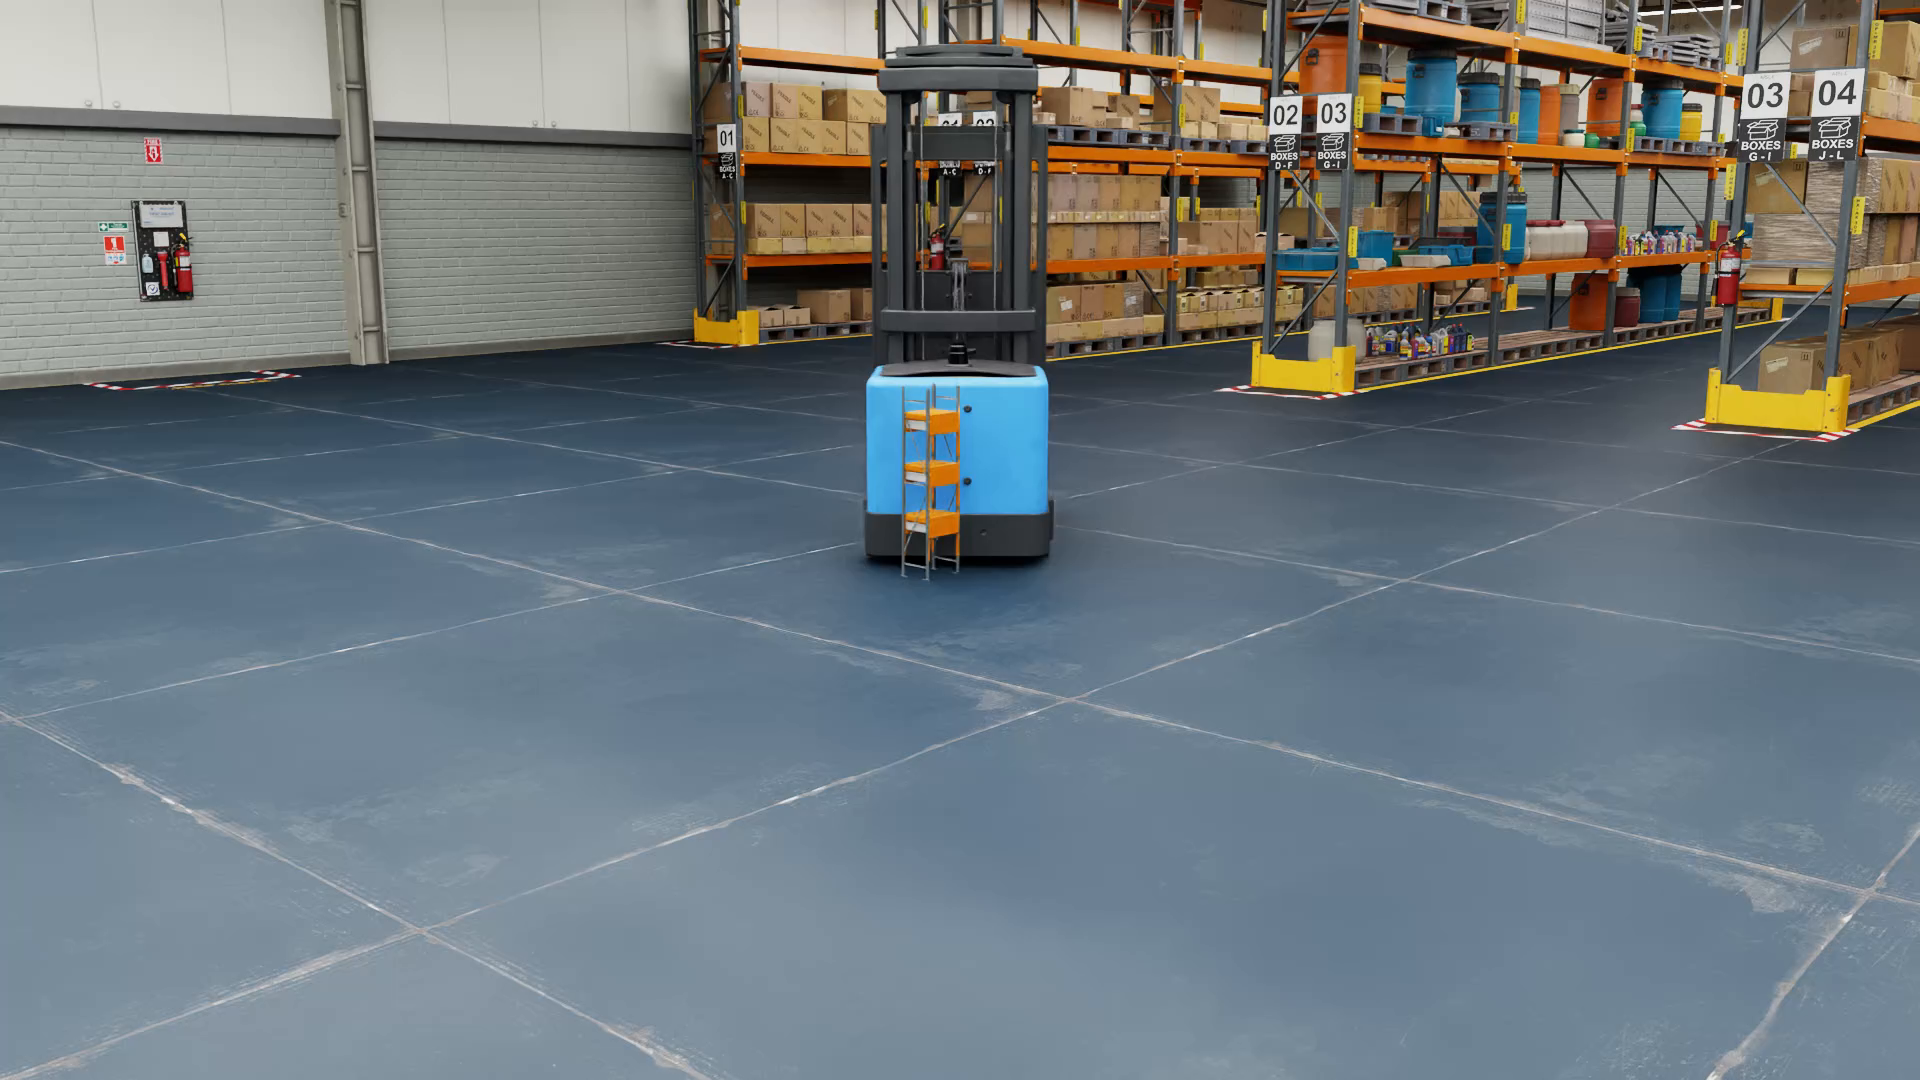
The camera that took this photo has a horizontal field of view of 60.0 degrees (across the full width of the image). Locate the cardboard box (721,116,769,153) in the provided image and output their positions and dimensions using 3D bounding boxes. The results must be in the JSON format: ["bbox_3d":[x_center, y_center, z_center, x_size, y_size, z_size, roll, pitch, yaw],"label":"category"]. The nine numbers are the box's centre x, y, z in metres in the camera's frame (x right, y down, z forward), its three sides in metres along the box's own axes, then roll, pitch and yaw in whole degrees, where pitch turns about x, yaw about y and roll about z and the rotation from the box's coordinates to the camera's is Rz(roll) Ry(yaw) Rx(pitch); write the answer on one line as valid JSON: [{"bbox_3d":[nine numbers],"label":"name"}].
[{"bbox_3d":[-3.181,-6.000,24.626,0.500,0.500,0.500,10,15,42],"label":"cardboard box"}]

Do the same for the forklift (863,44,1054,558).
[{"bbox_3d":[-0.002,-1.573,10.602,1.130,2.935,3.031,0,11,1],"label":"forklift"}]

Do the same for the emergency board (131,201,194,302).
[{"bbox_3d":[-9.398,-3.426,19.707,0.194,1.169,0.643,10,15,40],"label":"emergency board"}]

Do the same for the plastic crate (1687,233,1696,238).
[{"bbox_3d":[12.936,-5.242,29.071,0.416,0.233,0.300,10,15,40],"label":"plastic crate"}]

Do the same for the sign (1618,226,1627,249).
[{"bbox_3d":[9.551,-4.359,23.960,0.100,0.325,0.005,10,15,40],"label":"sign"}]

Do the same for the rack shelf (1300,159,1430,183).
[{"bbox_3d":[6.735,-6.402,28.786,1.077,0.370,4.000,10,15,40],"label":"rack shelf"}]

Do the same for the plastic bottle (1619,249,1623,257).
[{"bbox_3d":[9.661,-4.310,24.449,0.152,0.276,0.135,10,15,40],"label":"plastic bottle"}]

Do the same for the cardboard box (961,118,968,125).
[{"bbox_3d":[0.286,-7.019,28.708,0.500,0.500,0.500,9,14,38],"label":"cardboard box"}]

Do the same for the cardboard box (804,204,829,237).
[{"bbox_3d":[-2.369,-4.935,25.677,0.500,0.500,0.500,9,14,39],"label":"cardboard box"}]

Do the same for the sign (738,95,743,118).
[{"bbox_3d":[-3.182,-6.282,24.116,0.100,0.325,0.005,10,15,40],"label":"sign"}]

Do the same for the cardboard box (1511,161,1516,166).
[{"bbox_3d":[10.554,-7.455,32.601,0.500,0.250,0.500,10,15,40],"label":"cardboard box"}]

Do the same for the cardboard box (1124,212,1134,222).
[{"bbox_3d":[2.247,-4.587,23.608,0.380,0.149,0.250,10,15,40],"label":"cardboard box"}]

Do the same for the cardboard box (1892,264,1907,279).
[{"bbox_3d":[9.291,-2.708,16.755,0.380,0.149,0.250,10,15,40],"label":"cardboard box"}]

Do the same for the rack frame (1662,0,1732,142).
[{"bbox_3d":[11.773,-7.879,26.686,1.000,3.000,0.127,10,15,40],"label":"rack frame"}]

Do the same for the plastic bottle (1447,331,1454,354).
[{"bbox_3d":[6.081,-2.455,20.654,0.133,0.283,0.061,-11,16,-44],"label":"plastic bottle"}]

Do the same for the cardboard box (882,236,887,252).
[{"bbox_3d":[-1.369,-4.797,26.899,0.500,0.250,0.500,10,15,41],"label":"cardboard box"}]

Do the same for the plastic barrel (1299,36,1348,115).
[{"bbox_3d":[4.077,-5.147,18.497,0.600,0.830,0.708,10,15,40],"label":"plastic barrel"}]

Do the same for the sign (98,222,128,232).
[{"bbox_3d":[-9.831,-3.635,19.309,0.001,0.109,0.331,10,15,40],"label":"sign"}]

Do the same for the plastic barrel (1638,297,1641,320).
[{"bbox_3d":[10.494,-3.670,26.206,0.421,0.512,0.421,0,11,0],"label":"plastic barrel"}]

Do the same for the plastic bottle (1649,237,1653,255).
[{"bbox_3d":[10.521,-4.491,25.367,0.097,0.271,0.097,0,11,0],"label":"plastic bottle"}]

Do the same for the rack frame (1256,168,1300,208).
[{"bbox_3d":[6.972,-6.807,36.633,1.000,3.000,0.127,10,15,40],"label":"rack frame"}]

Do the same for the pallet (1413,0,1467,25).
[{"bbox_3d":[5.164,-6.108,19.322,1.003,0.211,1.213,10,15,40],"label":"pallet"}]

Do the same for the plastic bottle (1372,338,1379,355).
[{"bbox_3d":[5.120,-2.383,20.505,0.097,0.201,0.097,0,11,0],"label":"plastic bottle"}]

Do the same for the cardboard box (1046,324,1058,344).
[{"bbox_3d":[0.982,-2.795,22.493,0.500,0.250,0.500,10,15,40],"label":"cardboard box"}]

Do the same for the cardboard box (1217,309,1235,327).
[{"bbox_3d":[3.905,-3.438,25.714,0.500,0.250,0.500,9,15,39],"label":"cardboard box"}]

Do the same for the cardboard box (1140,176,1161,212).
[{"bbox_3d":[2.486,-5.021,24.122,0.700,0.500,0.500,10,15,41],"label":"cardboard box"}]

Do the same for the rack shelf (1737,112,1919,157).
[{"bbox_3d":[8.893,-3.944,16.478,1.077,0.370,4.000,10,15,40],"label":"rack shelf"}]

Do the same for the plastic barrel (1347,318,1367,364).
[{"bbox_3d":[4.560,-2.338,19.540,0.421,0.512,0.421,0,11,0],"label":"plastic barrel"}]

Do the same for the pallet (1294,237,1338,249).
[{"bbox_3d":[5.809,-5.005,28.100,1.213,0.211,1.003,10,15,40],"label":"pallet"}]

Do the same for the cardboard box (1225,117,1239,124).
[{"bbox_3d":[5.347,-8.384,34.009,0.500,0.500,0.500,9,15,39],"label":"cardboard box"}]

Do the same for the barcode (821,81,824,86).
[{"bbox_3d":[-2.190,-7.295,26.568,0.001,0.075,0.075,10,15,40],"label":"barcode"}]

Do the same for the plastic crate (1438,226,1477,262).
[{"bbox_3d":[6.582,-3.903,21.929,0.402,0.464,0.583,10,15,40],"label":"plastic crate"}]

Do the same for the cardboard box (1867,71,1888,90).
[{"bbox_3d":[8.172,-4.161,15.091,0.380,0.149,0.250,10,15,42],"label":"cardboard box"}]

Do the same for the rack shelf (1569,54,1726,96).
[{"bbox_3d":[10.453,-7.036,25.322,1.077,0.370,4.000,10,15,40],"label":"rack shelf"}]

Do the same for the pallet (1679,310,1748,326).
[{"bbox_3d":[13.035,-3.864,29.016,1.003,0.211,1.213,10,15,40],"label":"pallet"}]

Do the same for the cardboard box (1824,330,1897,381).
[{"bbox_3d":[9.547,-1.961,17.682,0.500,0.500,0.500,-7,13,-30],"label":"cardboard box"}]

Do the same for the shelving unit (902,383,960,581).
[{"bbox_3d":[-0.160,-0.321,9.130,0.215,1.050,0.252,10,15,41],"label":"shelving unit"}]

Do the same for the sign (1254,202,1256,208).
[{"bbox_3d":[6.559,-7.343,36.904,0.100,0.325,0.005,10,15,40],"label":"sign"}]

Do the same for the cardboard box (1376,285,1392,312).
[{"bbox_3d":[7.281,-4.313,29.407,0.500,0.500,0.500,10,15,41],"label":"cardboard box"}]

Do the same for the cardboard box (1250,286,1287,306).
[{"bbox_3d":[4.916,-3.936,26.777,0.500,0.311,0.500,9,15,39],"label":"cardboard box"}]

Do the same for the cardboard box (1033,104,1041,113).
[{"bbox_3d":[1.063,-5.800,22.732,0.500,0.311,0.500,-10,15,-41],"label":"cardboard box"}]

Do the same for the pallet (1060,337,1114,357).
[{"bbox_3d":[1.413,-2.742,23.401,1.003,0.211,1.213,10,15,40],"label":"pallet"}]

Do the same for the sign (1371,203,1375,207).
[{"bbox_3d":[7.642,-6.072,30.743,0.100,0.325,0.005,10,15,40],"label":"sign"}]

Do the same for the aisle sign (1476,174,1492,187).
[{"bbox_3d":[10.520,-7.490,33.415,0.394,0.787,0.004,10,15,40],"label":"aisle sign"}]

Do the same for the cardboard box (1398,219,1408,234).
[{"bbox_3d":[8.192,-5.734,31.007,0.500,0.500,0.500,10,15,41],"label":"cardboard box"}]

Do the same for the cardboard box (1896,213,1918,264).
[{"bbox_3d":[9.259,-3.101,17.065,0.875,0.500,0.500,10,15,40],"label":"cardboard box"}]

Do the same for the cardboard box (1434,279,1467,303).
[{"bbox_3d":[9.291,-4.847,32.071,0.797,0.503,0.637,10,15,40],"label":"cardboard box"}]

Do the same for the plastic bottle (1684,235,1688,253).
[{"bbox_3d":[11.515,-4.723,26.517,0.152,0.276,0.135,10,15,40],"label":"plastic bottle"}]

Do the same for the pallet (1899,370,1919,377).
[{"bbox_3d":[10.726,-1.867,19.022,1.003,0.211,1.213,10,15,40],"label":"pallet"}]

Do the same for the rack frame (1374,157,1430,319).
[{"bbox_3d":[8.055,-5.578,30.483,1.000,3.000,0.127,10,15,40],"label":"rack frame"}]

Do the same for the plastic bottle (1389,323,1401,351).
[{"bbox_3d":[5.523,-2.584,21.132,0.144,0.351,0.185,9,14,38],"label":"plastic bottle"}]

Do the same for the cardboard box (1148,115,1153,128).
[{"bbox_3d":[3.652,-8.209,32.703,0.500,0.250,0.500,-11,16,-43],"label":"cardboard box"}]

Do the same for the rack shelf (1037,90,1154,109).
[{"bbox_3d":[3.011,-8.317,31.735,1.077,0.370,4.000,10,15,40],"label":"rack shelf"}]

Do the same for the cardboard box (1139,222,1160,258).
[{"bbox_3d":[2.486,-4.384,24.249,0.700,0.500,0.500,9,15,39],"label":"cardboard box"}]

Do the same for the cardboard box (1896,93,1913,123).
[{"bbox_3d":[8.751,-4.115,15.882,0.500,0.250,0.500,10,15,40],"label":"cardboard box"}]

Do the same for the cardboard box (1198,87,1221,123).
[{"bbox_3d":[3.569,-6.545,25.059,0.500,0.500,0.500,-10,15,-42],"label":"cardboard box"}]

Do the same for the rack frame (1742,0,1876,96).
[{"bbox_3d":[7.573,-5.473,14.640,1.000,3.000,0.127,10,15,40],"label":"rack frame"}]

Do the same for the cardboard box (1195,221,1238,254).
[{"bbox_3d":[3.972,-4.713,25.892,0.500,0.500,0.500,10,15,40],"label":"cardboard box"}]
